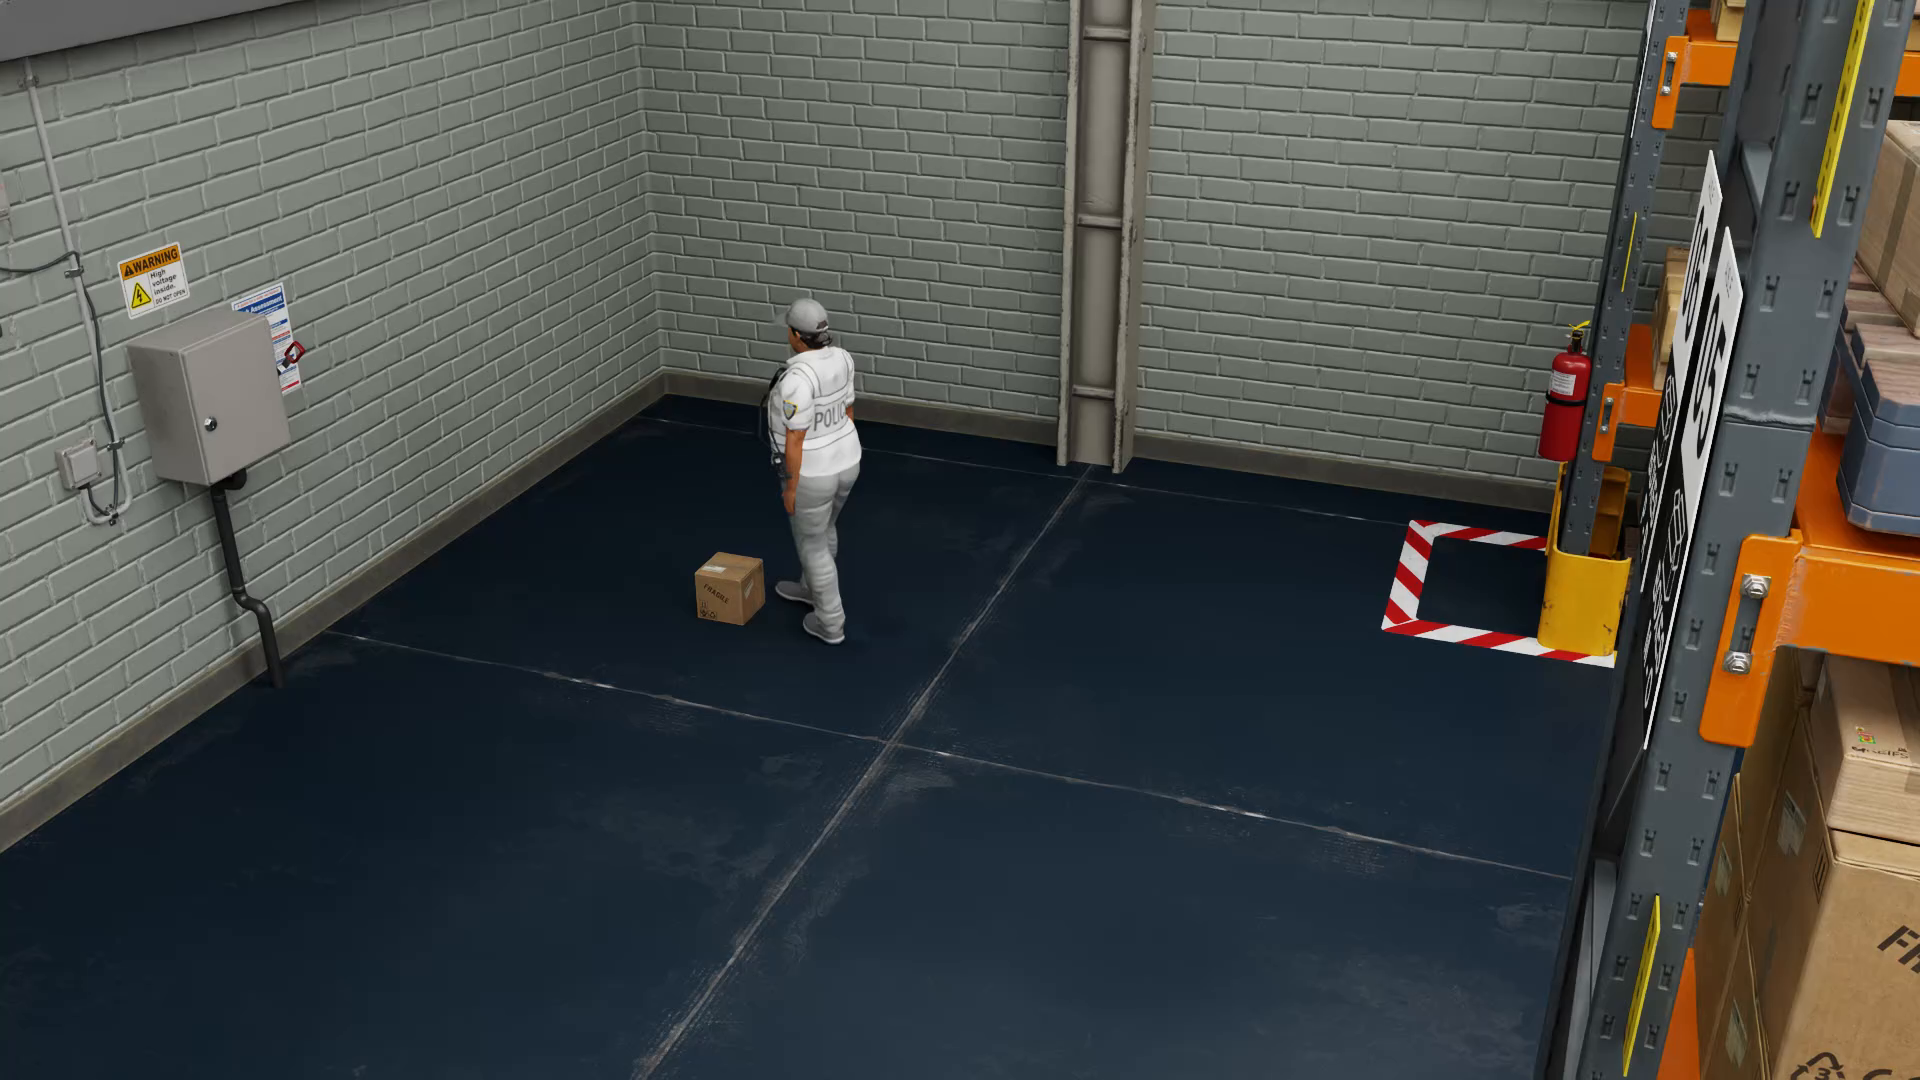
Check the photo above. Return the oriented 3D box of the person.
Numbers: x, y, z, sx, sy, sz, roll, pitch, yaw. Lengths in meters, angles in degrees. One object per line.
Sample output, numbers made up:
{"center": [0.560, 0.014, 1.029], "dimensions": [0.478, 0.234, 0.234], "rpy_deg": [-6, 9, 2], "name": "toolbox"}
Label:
{"center": [-0.758, -0.350, 7.823], "dimensions": [0.584, 1.657, 0.481], "rpy_deg": [15, 30, 28], "name": "person"}
